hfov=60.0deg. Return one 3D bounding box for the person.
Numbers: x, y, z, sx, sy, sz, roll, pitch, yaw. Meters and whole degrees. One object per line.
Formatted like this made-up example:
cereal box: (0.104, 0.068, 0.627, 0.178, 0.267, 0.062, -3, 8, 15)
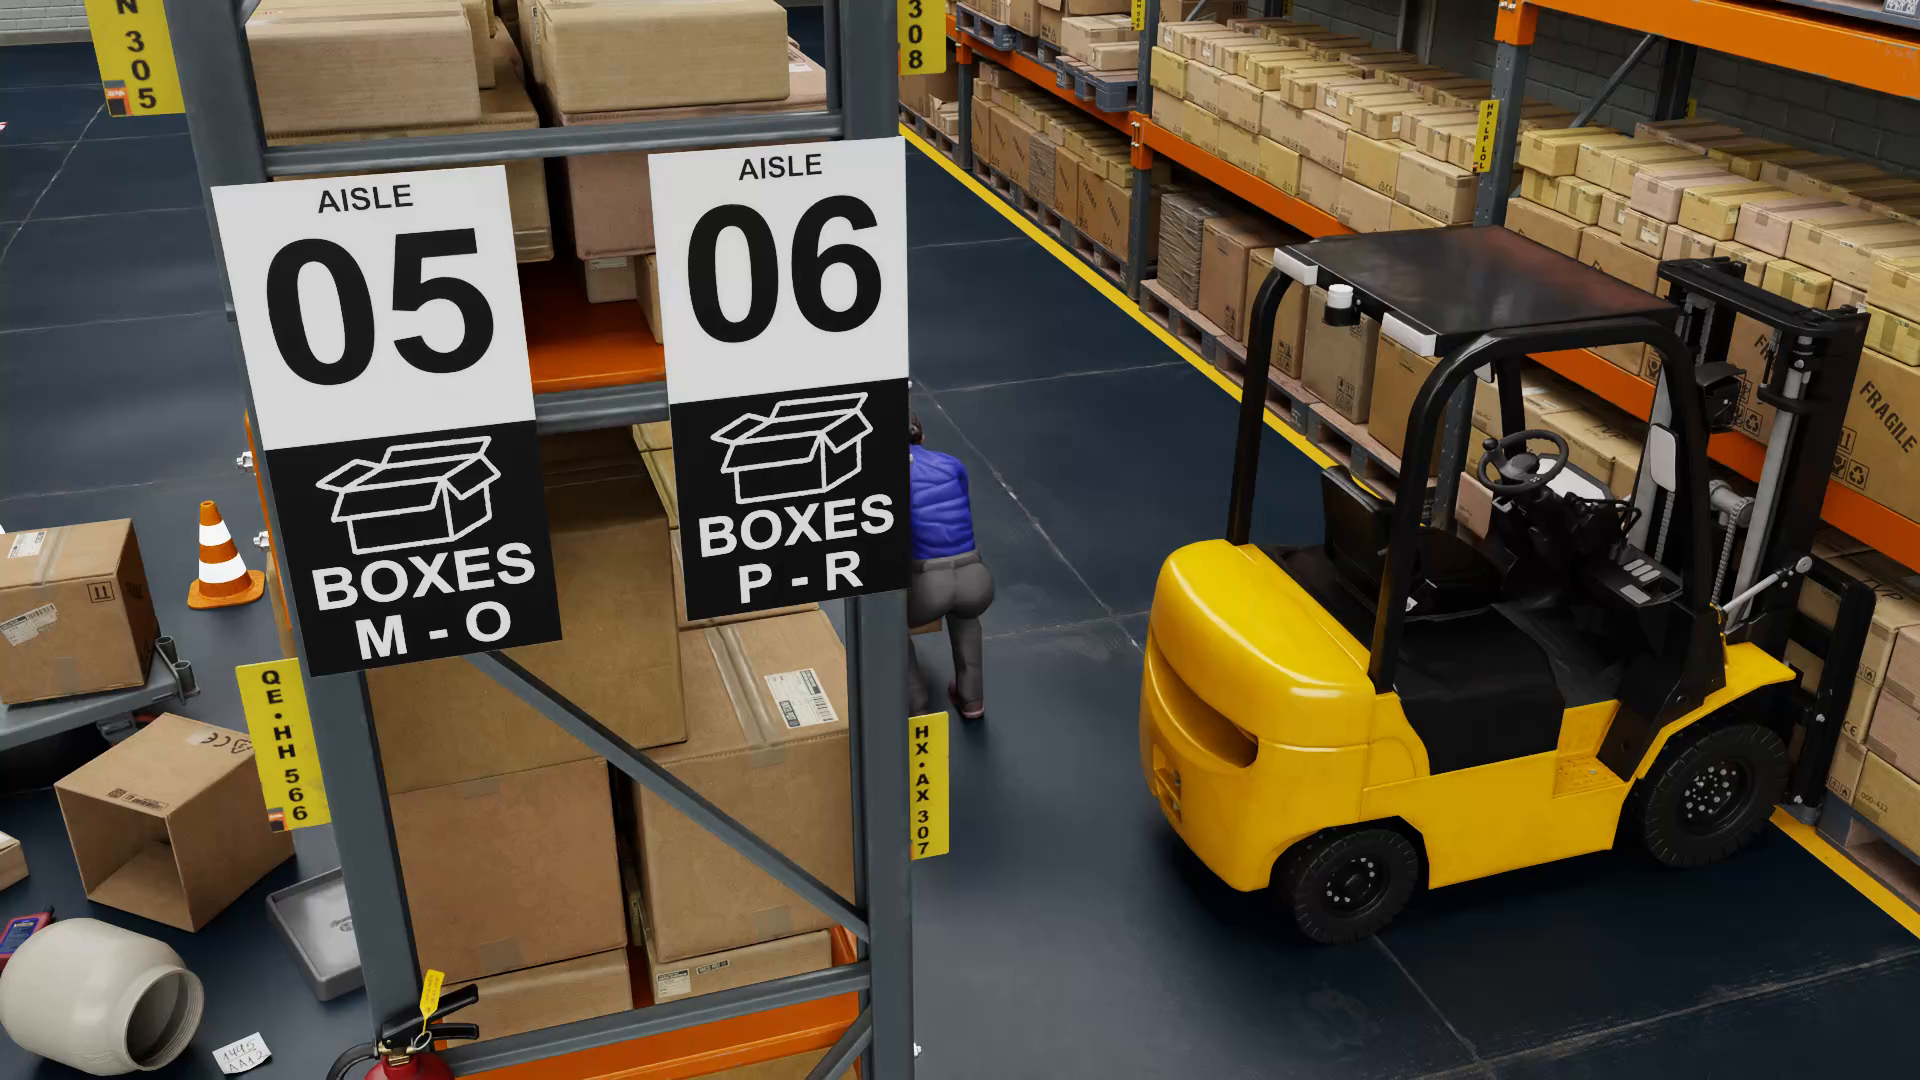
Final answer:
person: (-0.151, 0.138, 6.808, 0.500, 1.252, 0.694, -9, 28, -17)
